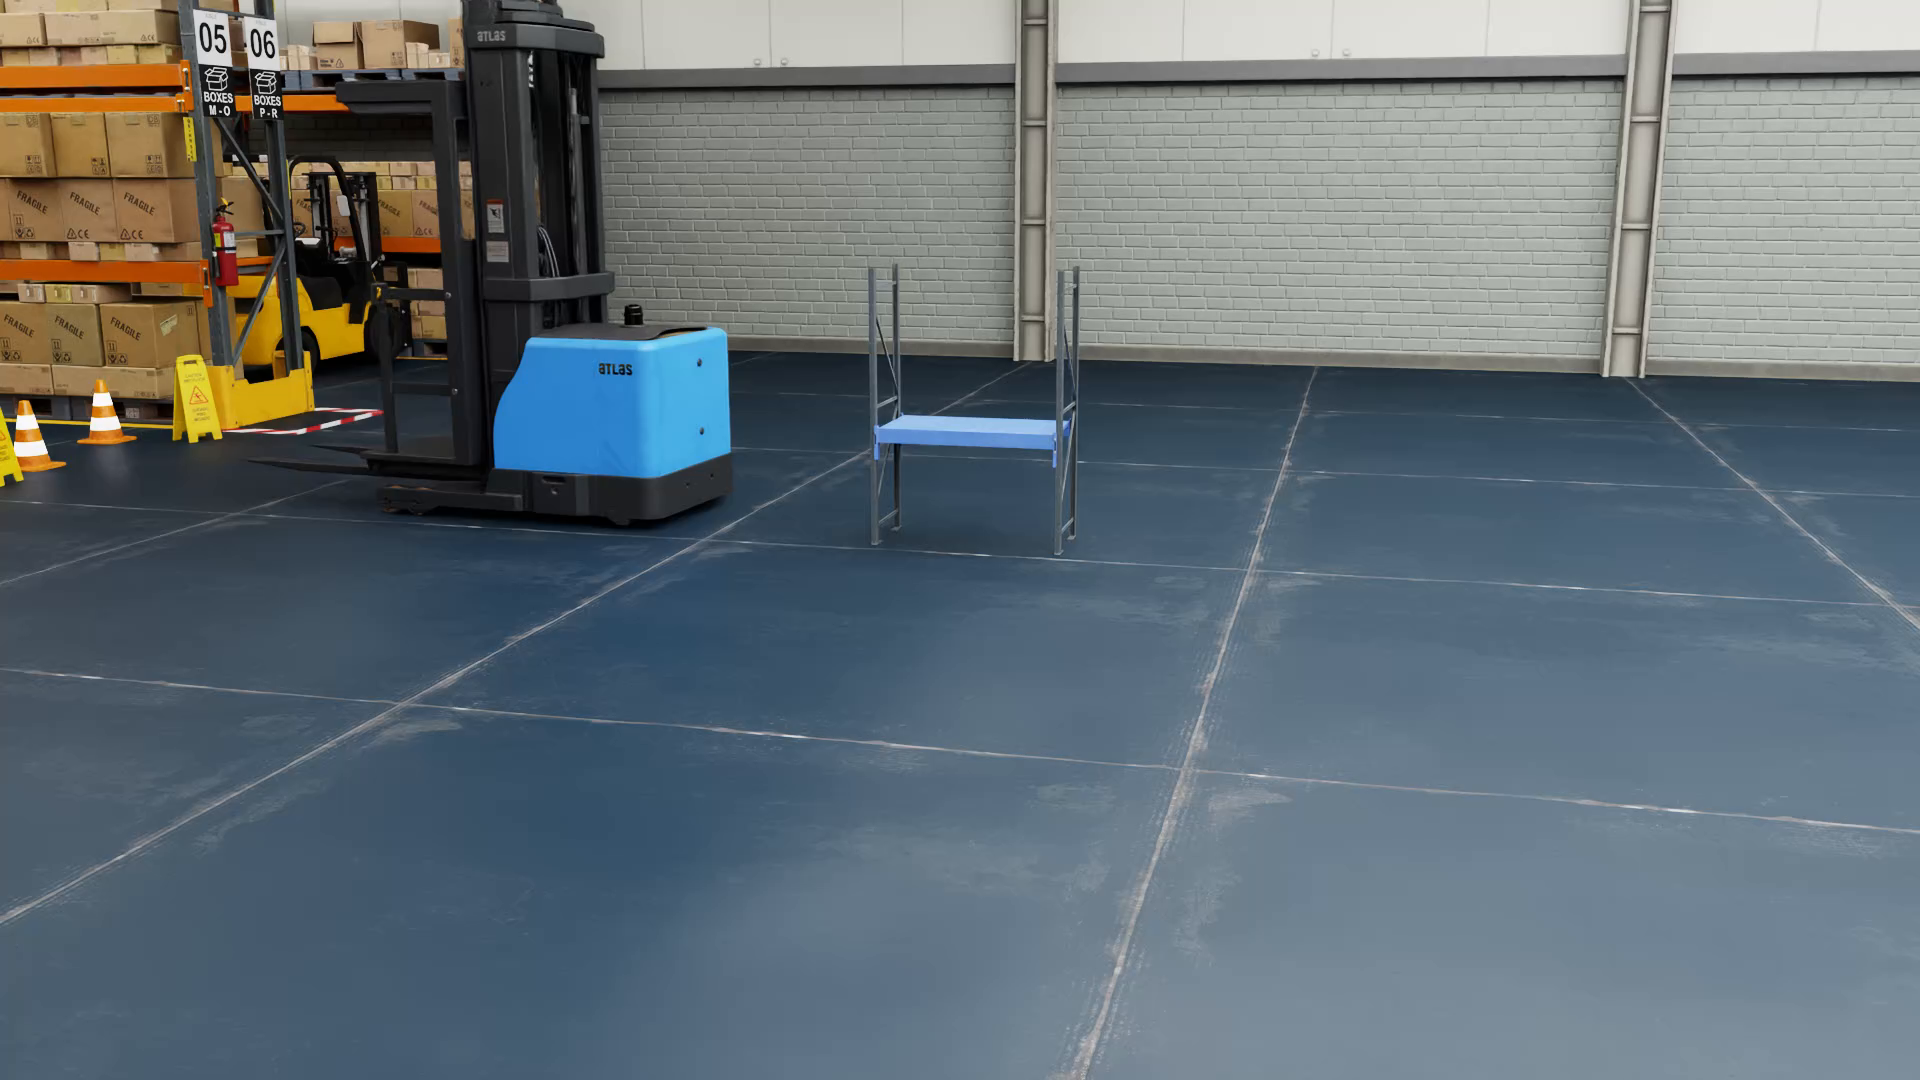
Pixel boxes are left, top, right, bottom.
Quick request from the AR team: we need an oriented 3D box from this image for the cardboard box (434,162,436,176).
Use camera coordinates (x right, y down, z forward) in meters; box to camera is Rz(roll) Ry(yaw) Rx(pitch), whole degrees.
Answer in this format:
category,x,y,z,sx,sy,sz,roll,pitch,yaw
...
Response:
category,x,y,z,sx,sy,sz,roll,pitch,yaw
cardboard box,-5.467,-4.009,17.964,0.250,0.149,0.380,3,13,15

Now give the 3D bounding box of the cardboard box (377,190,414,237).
category,x,y,z,sx,sy,sz,roll,pitch,yaw
cardboard box,-6.101,-3.585,18.234,0.500,0.500,0.500,3,13,12

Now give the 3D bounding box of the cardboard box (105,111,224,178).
category,x,y,z,sx,sy,sz,roll,pitch,yaw
cardboard box,-6.295,-3.129,13.185,0.500,0.500,0.700,3,13,12

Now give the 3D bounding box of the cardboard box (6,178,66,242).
category,x,y,z,sx,sy,sz,roll,pitch,yaw
cardboard box,-7.310,-2.684,13.488,0.500,0.500,0.500,3,13,13

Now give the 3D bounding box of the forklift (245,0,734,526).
category,x,y,z,sx,sy,sz,roll,pitch,yaw
forklift,-2.972,-1.681,10.045,3.031,2.935,1.130,4,13,18

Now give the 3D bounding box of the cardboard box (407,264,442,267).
category,x,y,z,sx,sy,sz,roll,pitch,yaw
cardboard box,-5.951,-2.979,18.806,0.500,0.250,0.500,3,13,13

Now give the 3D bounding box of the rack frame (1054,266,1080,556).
category,x,y,z,sx,sy,sz,roll,pitch,yaw
rack frame,0.576,-0.701,8.932,0.032,1.500,0.500,3,13,14

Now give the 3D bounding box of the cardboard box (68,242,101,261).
category,x,y,z,sx,sy,sz,roll,pitch,yaw
cardboard box,-6.935,-2.332,13.401,0.250,0.149,0.380,3,13,15

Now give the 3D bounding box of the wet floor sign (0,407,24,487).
category,x,y,z,sx,sy,sz,roll,pitch,yaw
wet floor sign,-6.332,-0.685,10.833,0.232,0.644,0.267,1,13,4

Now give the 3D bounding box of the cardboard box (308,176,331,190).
category,x,y,z,sx,sy,sz,roll,pitch,yaw
cardboard box,-6.962,-3.939,18.333,0.250,0.149,0.380,3,13,12

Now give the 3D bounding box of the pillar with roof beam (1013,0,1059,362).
category,x,y,z,sx,sy,sz,roll,pitch,yaw
pillar with roof beam,-0.227,-5.448,13.013,0.400,9.000,9.100,3,13,14

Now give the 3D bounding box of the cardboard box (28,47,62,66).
category,x,y,z,sx,sy,sz,roll,pitch,yaw
cardboard box,-7.143,-3.825,13.201,0.250,0.149,0.380,3,13,13

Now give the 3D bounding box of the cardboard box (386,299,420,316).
category,x,y,z,sx,sy,sz,roll,pitch,yaw
cardboard box,-6.099,-2.627,18.373,0.500,0.250,0.500,3,13,12

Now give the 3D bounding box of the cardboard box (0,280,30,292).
category,x,y,z,sx,sy,sz,roll,pitch,yaw
cardboard box,-11.089,-2.903,19.908,0.625,0.625,0.875,3,13,15

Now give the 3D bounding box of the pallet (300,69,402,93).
category,x,y,z,sx,sy,sz,roll,pitch,yaw
pallet,-6.429,-5.036,18.287,1.213,0.211,1.003,3,13,14

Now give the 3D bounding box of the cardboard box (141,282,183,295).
category,x,y,z,sx,sy,sz,roll,pitch,yaw
cardboard box,-8.954,-2.788,19.388,0.625,0.625,0.875,4,13,16

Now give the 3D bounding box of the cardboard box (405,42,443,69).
category,x,y,z,sx,sy,sz,roll,pitch,yaw
cardboard box,-5.685,-5.155,17.728,0.258,0.266,0.396,3,13,14

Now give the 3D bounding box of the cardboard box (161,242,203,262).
category,x,y,z,sx,sy,sz,roll,pitch,yaw
cardboard box,-6.161,-2.318,13.335,0.250,0.149,0.380,4,13,15

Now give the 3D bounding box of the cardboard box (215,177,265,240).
category,x,y,z,sx,sy,sz,roll,pitch,yaw
cardboard box,-6.140,-2.743,13.754,0.500,0.500,0.500,3,13,13

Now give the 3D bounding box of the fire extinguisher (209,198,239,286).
category,x,y,z,sx,sy,sz,roll,pitch,yaw
fire extinguisher,-5.746,-2.325,12.968,0.183,0.674,0.296,3,13,14

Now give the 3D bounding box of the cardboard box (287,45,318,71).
category,x,y,z,sx,sy,sz,roll,pitch,yaw
cardboard box,-7.076,-5.229,18.063,0.258,0.266,0.396,3,13,12

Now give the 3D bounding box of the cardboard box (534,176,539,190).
category,x,y,z,sx,sy,sz,roll,pitch,yaw
cardboard box,-4.828,-3.948,18.373,0.250,0.149,0.380,3,13,12

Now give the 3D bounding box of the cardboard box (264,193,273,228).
category,x,y,z,sx,sy,sz,roll,pitch,yaw
cardboard box,-7.567,-3.665,18.597,0.500,0.500,0.500,3,13,15

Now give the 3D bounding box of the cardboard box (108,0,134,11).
category,x,y,z,sx,sy,sz,roll,pitch,yaw
cardboard box,-6.387,-4.174,12.936,0.250,0.149,0.380,3,13,15

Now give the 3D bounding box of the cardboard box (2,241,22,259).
category,x,y,z,sx,sy,sz,roll,pitch,yaw
cardboard box,-7.640,-2.401,13.711,0.250,0.149,0.380,3,13,14

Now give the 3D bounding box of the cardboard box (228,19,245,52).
category,x,y,z,sx,sy,sz,roll,pitch,yaw
cardboard box,-6.171,-4.085,13.453,0.500,0.250,0.500,3,13,13

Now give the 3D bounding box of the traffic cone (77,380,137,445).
category,x,y,z,sx,sy,sz,roll,pitch,yaw
traffic cone,-6.473,-0.979,12.576,0.334,0.463,0.336,3,13,14

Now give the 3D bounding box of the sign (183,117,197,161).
category,x,y,z,sx,sy,sz,roll,pitch,yaw
sign,-5.899,-3.070,12.743,0.005,0.325,0.100,3,13,14

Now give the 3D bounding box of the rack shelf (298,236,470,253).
category,x,y,z,sx,sy,sz,roll,pitch,yaw
rack shelf,-6.503,-3.263,18.675,4.000,0.370,1.077,3,13,14

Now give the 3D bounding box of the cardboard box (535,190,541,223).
category,x,y,z,sx,sy,sz,roll,pitch,yaw
cardboard box,-4.975,-3.643,18.497,0.500,0.500,0.500,3,13,15

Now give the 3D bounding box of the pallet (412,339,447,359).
category,x,y,z,sx,sy,sz,roll,pitch,yaw
pallet,-5.314,-2.180,18.570,1.213,0.211,1.003,3,13,14

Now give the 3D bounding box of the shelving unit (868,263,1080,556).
category,x,y,z,sx,sy,sz,roll,pitch,yaw
shelving unit,0.083,-0.728,9.051,1.048,1.500,0.538,3,13,14

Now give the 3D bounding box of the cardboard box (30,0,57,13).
category,x,y,z,sx,sy,sz,roll,pitch,yaw
cardboard box,-7.109,-4.222,13.150,0.250,0.149,0.380,3,13,14

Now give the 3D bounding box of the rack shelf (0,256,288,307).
category,x,y,z,sx,sy,sz,roll,pitch,yaw
rack shelf,-7.688,-2.219,13.969,4.000,0.370,1.077,3,13,14

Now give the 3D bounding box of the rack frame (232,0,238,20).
category,x,y,z,sx,sy,sz,roll,pitch,yaw
rack frame,-8.445,-6.646,18.415,0.127,3.000,1.000,3,13,14

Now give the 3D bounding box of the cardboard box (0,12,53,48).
category,x,y,z,sx,sy,sz,roll,pitch,yaw
cardboard box,-7.301,-4.025,13.183,0.500,0.250,0.500,3,13,15

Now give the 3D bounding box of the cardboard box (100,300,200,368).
category,x,y,z,sx,sy,sz,roll,pitch,yaw
cardboard box,-6.587,-1.682,13.535,0.500,0.500,0.500,3,13,14

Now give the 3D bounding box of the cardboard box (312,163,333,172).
category,x,y,z,sx,sy,sz,roll,pitch,yaw
cardboard box,-6.936,-4.099,18.369,0.250,0.149,0.380,3,13,13

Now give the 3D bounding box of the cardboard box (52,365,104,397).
category,x,y,z,sx,sy,sz,roll,pitch,yaw
cardboard box,-7.097,-1.343,13.739,0.500,0.250,0.500,3,13,14

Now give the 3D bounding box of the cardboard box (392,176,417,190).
category,x,y,z,sx,sy,sz,roll,pitch,yaw
cardboard box,-5.966,-3.887,18.100,0.250,0.149,0.380,3,13,12

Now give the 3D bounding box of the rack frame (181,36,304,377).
category,x,y,z,sx,sy,sz,roll,pitch,yaw
rack frame,-5.747,-2.466,13.424,0.127,3.000,1.000,3,13,14

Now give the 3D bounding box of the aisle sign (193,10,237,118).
category,x,y,z,sx,sy,sz,roll,pitch,yaw
aisle sign,-5.756,-3.671,12.853,0.004,0.787,0.394,3,13,14

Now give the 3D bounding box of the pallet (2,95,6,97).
category,x,y,z,sx,sy,sz,roll,pitch,yaw
pallet,-11.648,-5.281,19.622,1.003,0.211,1.213,4,13,16

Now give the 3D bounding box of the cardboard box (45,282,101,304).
category,x,y,z,sx,sy,sz,roll,pitch,yaw
cardboard box,-7.203,-2.017,13.549,0.250,0.149,0.380,3,13,14

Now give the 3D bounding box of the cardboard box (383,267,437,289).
category,x,y,z,sx,sy,sz,roll,pitch,yaw
cardboard box,-6.072,-2.868,18.308,0.500,0.250,0.500,3,13,14

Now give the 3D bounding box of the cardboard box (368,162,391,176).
category,x,y,z,sx,sy,sz,roll,pitch,yaw
cardboard box,-6.222,-4.040,18.103,0.250,0.149,0.380,3,13,15

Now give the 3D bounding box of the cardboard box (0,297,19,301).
category,x,y,z,sx,sy,sz,roll,pitch,yaw
cardboard box,-8.097,-1.762,13.899,0.500,0.500,0.500,4,13,16

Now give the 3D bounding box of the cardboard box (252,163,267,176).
category,x,y,z,sx,sy,sz,roll,pitch,yaw
cardboard box,-7.681,-4.143,18.569,0.250,0.149,0.380,3,13,12

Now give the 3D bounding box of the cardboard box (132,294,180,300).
category,x,y,z,sx,sy,sz,roll,pitch,yaw
cardboard box,-6.995,-1.822,14.169,0.500,0.500,0.500,3,13,11

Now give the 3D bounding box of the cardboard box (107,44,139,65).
category,x,y,z,sx,sy,sz,roll,pitch,yaw
cardboard box,-6.409,-3.774,12.971,0.250,0.149,0.380,3,13,14
